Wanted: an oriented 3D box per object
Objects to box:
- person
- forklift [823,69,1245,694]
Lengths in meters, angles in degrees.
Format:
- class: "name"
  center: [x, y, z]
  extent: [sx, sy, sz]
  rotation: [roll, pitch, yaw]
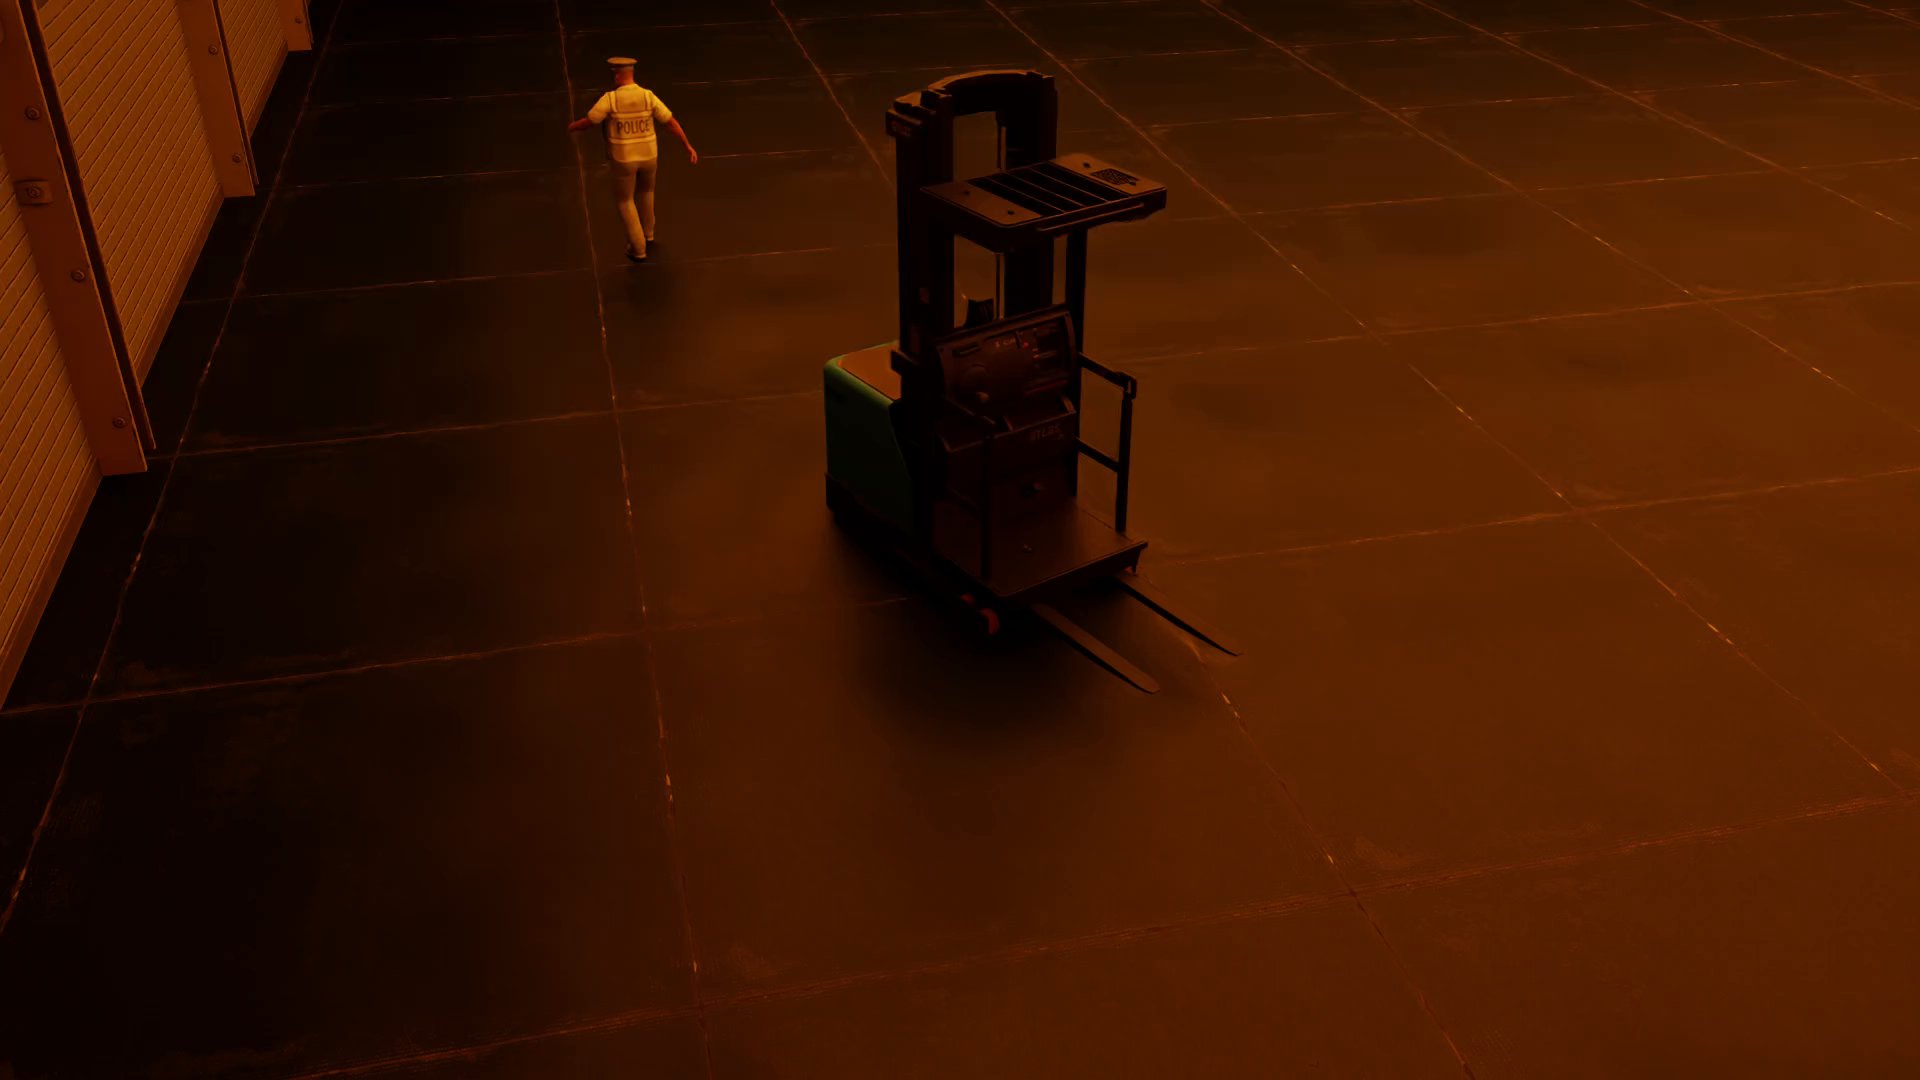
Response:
- class: "person"
  center: [-2.873, -3.406, 14.692]
  extent: [0.990, 1.728, 0.732]
  rotation: [-15, 33, -24]
- class: "forklift"
  center: [0.396, -0.989, 9.283]
  extent: [1.130, 2.935, 3.031]
  rotation: [-20, 35, -30]
